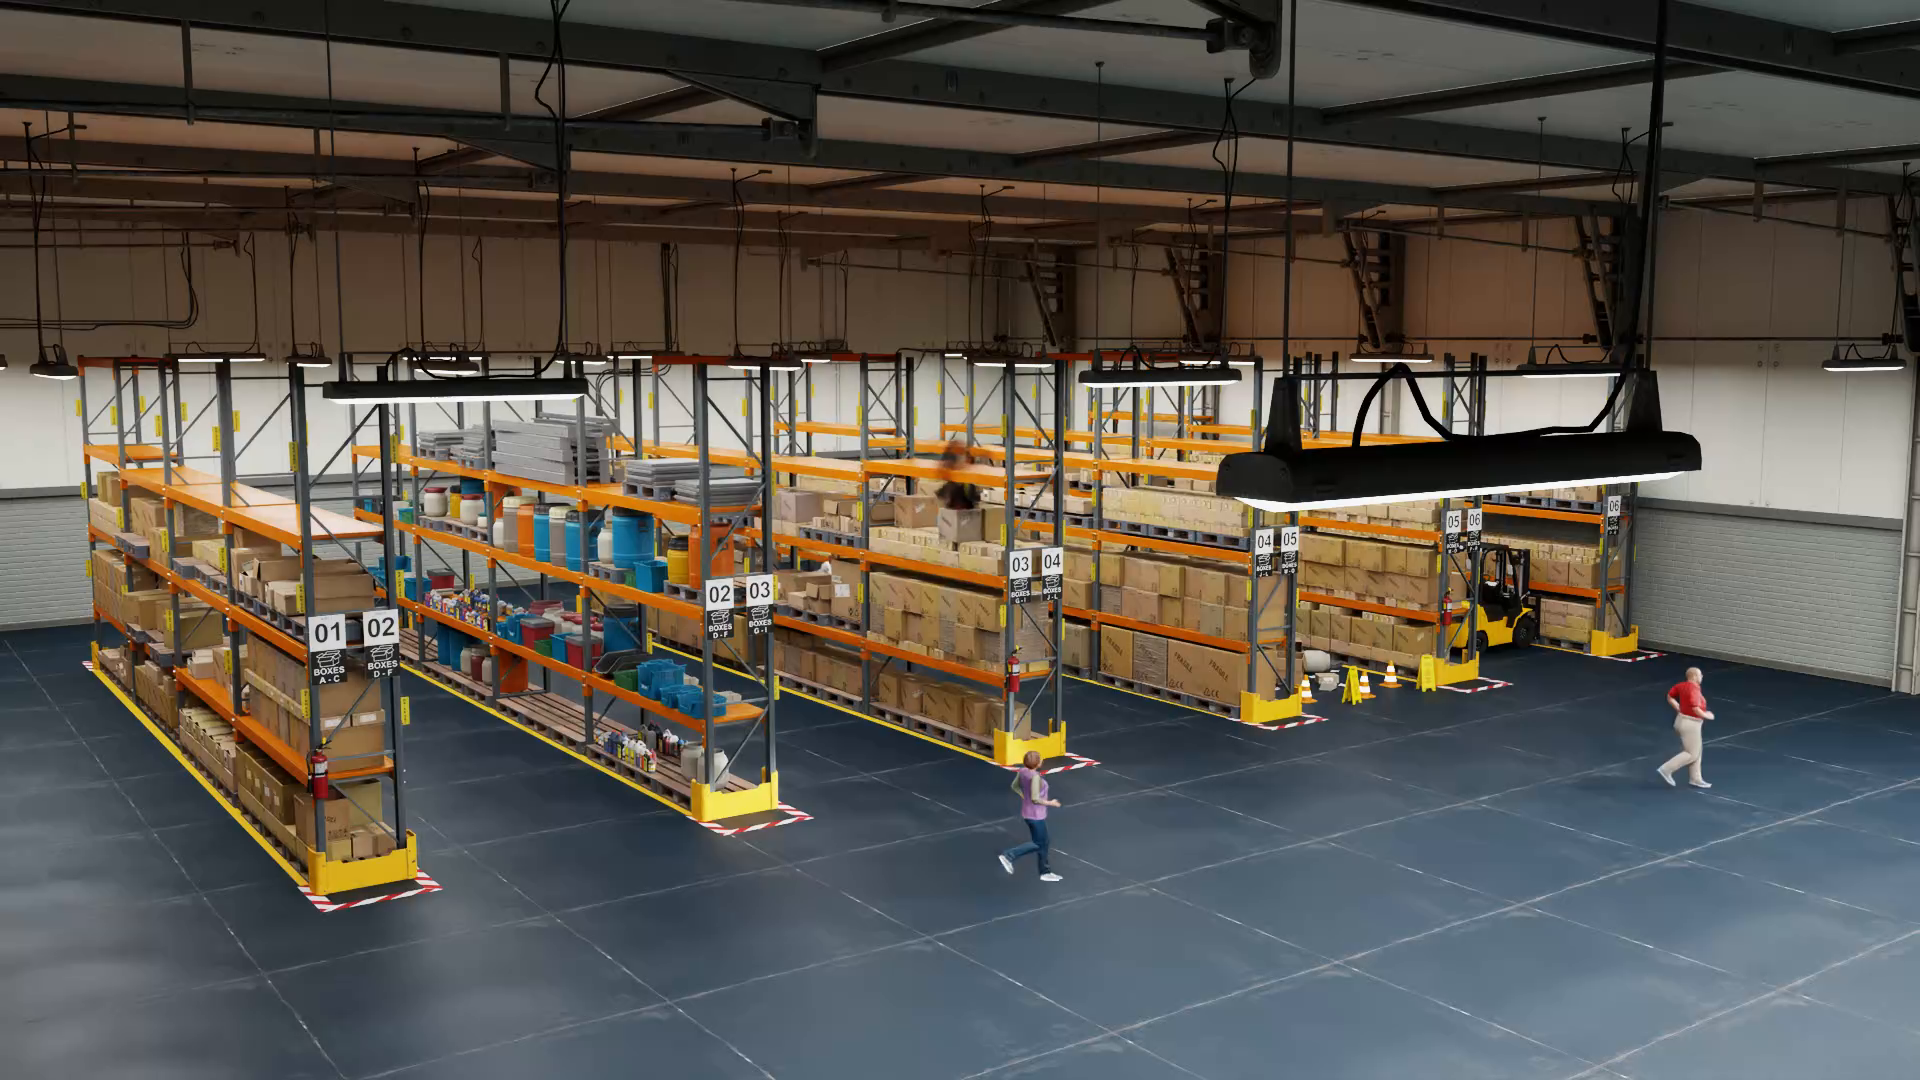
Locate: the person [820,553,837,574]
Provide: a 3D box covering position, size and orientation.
[{"bbox_3d":[-2.743,1.080,35.962,0.690,1.801,0.976,-5,9,-35],"label":"person"}]

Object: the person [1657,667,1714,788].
[{"bbox_3d":[10.236,2.653,23.435,0.839,1.737,0.687,0,7,0],"label":"person"}]

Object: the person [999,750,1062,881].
[{"bbox_3d":[0.816,3.217,19.315,0.790,1.586,0.538,-2,7,-15],"label":"person"}]

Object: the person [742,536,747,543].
[{"bbox_3d":[-5.129,0.759,39.148,0.688,1.734,0.657,-3,8,-24],"label":"person"}]
